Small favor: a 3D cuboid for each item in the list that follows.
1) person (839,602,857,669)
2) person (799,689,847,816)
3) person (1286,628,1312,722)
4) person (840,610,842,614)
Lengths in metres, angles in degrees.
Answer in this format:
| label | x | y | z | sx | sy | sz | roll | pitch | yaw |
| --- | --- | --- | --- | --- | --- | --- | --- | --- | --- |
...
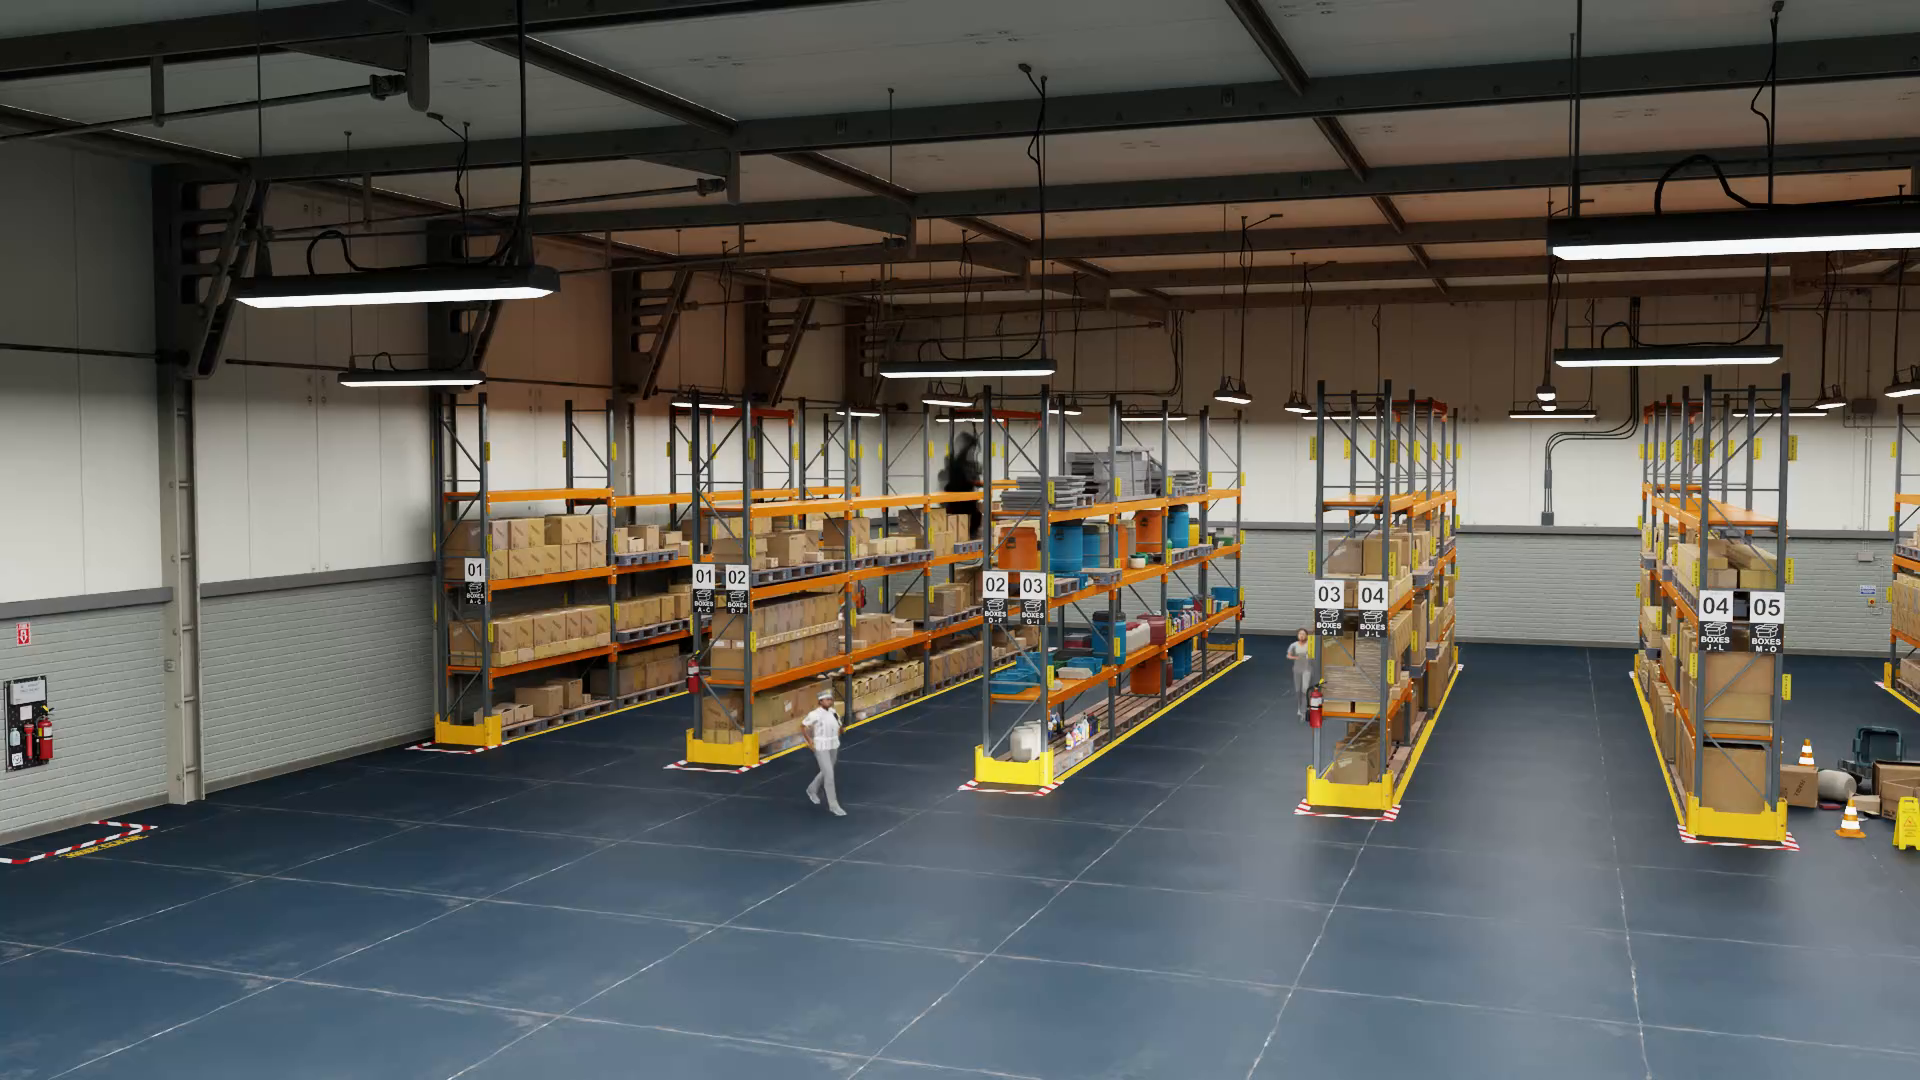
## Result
| label | x | y | z | sx | sy | sz | roll | pitch | yaw |
| --- | --- | --- | --- | --- | --- | --- | --- | --- | --- |
| person | -2.481 | 2.210 | 36.141 | 0.708 | 1.746 | 0.714 | 1 | 3 | 17 |
| person | -1.867 | 2.905 | 23.042 | 0.929 | 1.698 | 0.570 | 3 | 4 | 43 |
| person | 6.407 | 2.497 | 31.115 | 0.566 | 1.721 | 0.831 | 1 | 3 | 21 |
| person | -2.515 | 2.267 | 36.920 | 0.536 | 1.568 | 0.506 | 1 | 3 | 22 |
